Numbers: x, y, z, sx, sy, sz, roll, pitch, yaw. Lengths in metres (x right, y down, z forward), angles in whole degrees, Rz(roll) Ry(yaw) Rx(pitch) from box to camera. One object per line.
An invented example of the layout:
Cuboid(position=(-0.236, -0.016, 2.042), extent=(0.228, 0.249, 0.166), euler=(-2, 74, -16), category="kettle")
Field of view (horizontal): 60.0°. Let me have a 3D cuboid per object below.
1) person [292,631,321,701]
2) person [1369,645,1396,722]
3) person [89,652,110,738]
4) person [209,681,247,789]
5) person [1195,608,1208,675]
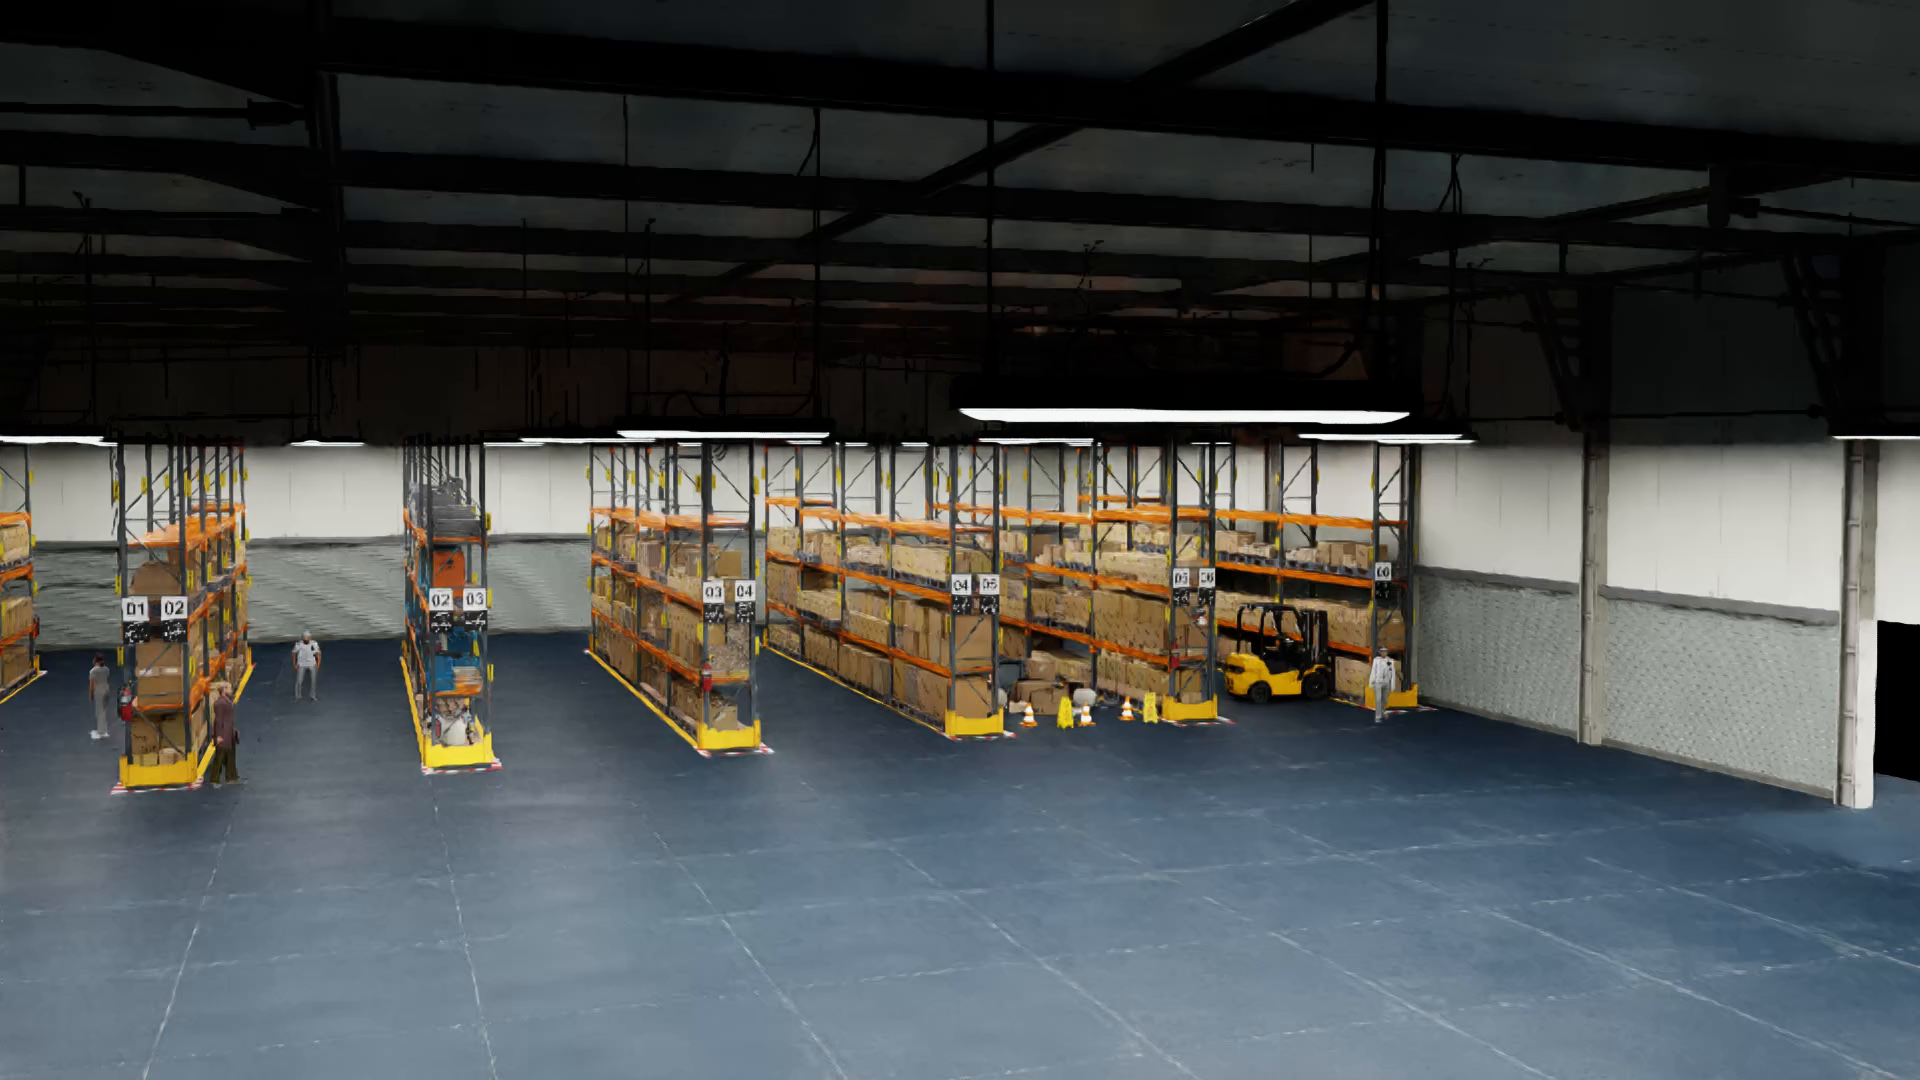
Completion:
Cuboid(position=(-14.765, 2.843, 37.582), extent=(0.625, 1.611, 0.582), euler=(-1, 3, -23), category="person")
Cuboid(position=(8.850, 2.983, 34.802), extent=(0.520, 1.620, 0.943), euler=(0, 3, 2), category="person")
Cuboid(position=(-17.034, 3.047, 32.879), extent=(0.553, 1.669, 0.564), euler=(1, 3, 11), category="person")
Cuboid(position=(-12.383, 3.270, 28.017), extent=(0.498, 1.780, 0.708), euler=(0, 3, -9), category="person")
Cuboid(position=(6.075, 2.547, 42.052), extent=(0.551, 1.663, 0.581), euler=(0, 3, 4), category="person")
